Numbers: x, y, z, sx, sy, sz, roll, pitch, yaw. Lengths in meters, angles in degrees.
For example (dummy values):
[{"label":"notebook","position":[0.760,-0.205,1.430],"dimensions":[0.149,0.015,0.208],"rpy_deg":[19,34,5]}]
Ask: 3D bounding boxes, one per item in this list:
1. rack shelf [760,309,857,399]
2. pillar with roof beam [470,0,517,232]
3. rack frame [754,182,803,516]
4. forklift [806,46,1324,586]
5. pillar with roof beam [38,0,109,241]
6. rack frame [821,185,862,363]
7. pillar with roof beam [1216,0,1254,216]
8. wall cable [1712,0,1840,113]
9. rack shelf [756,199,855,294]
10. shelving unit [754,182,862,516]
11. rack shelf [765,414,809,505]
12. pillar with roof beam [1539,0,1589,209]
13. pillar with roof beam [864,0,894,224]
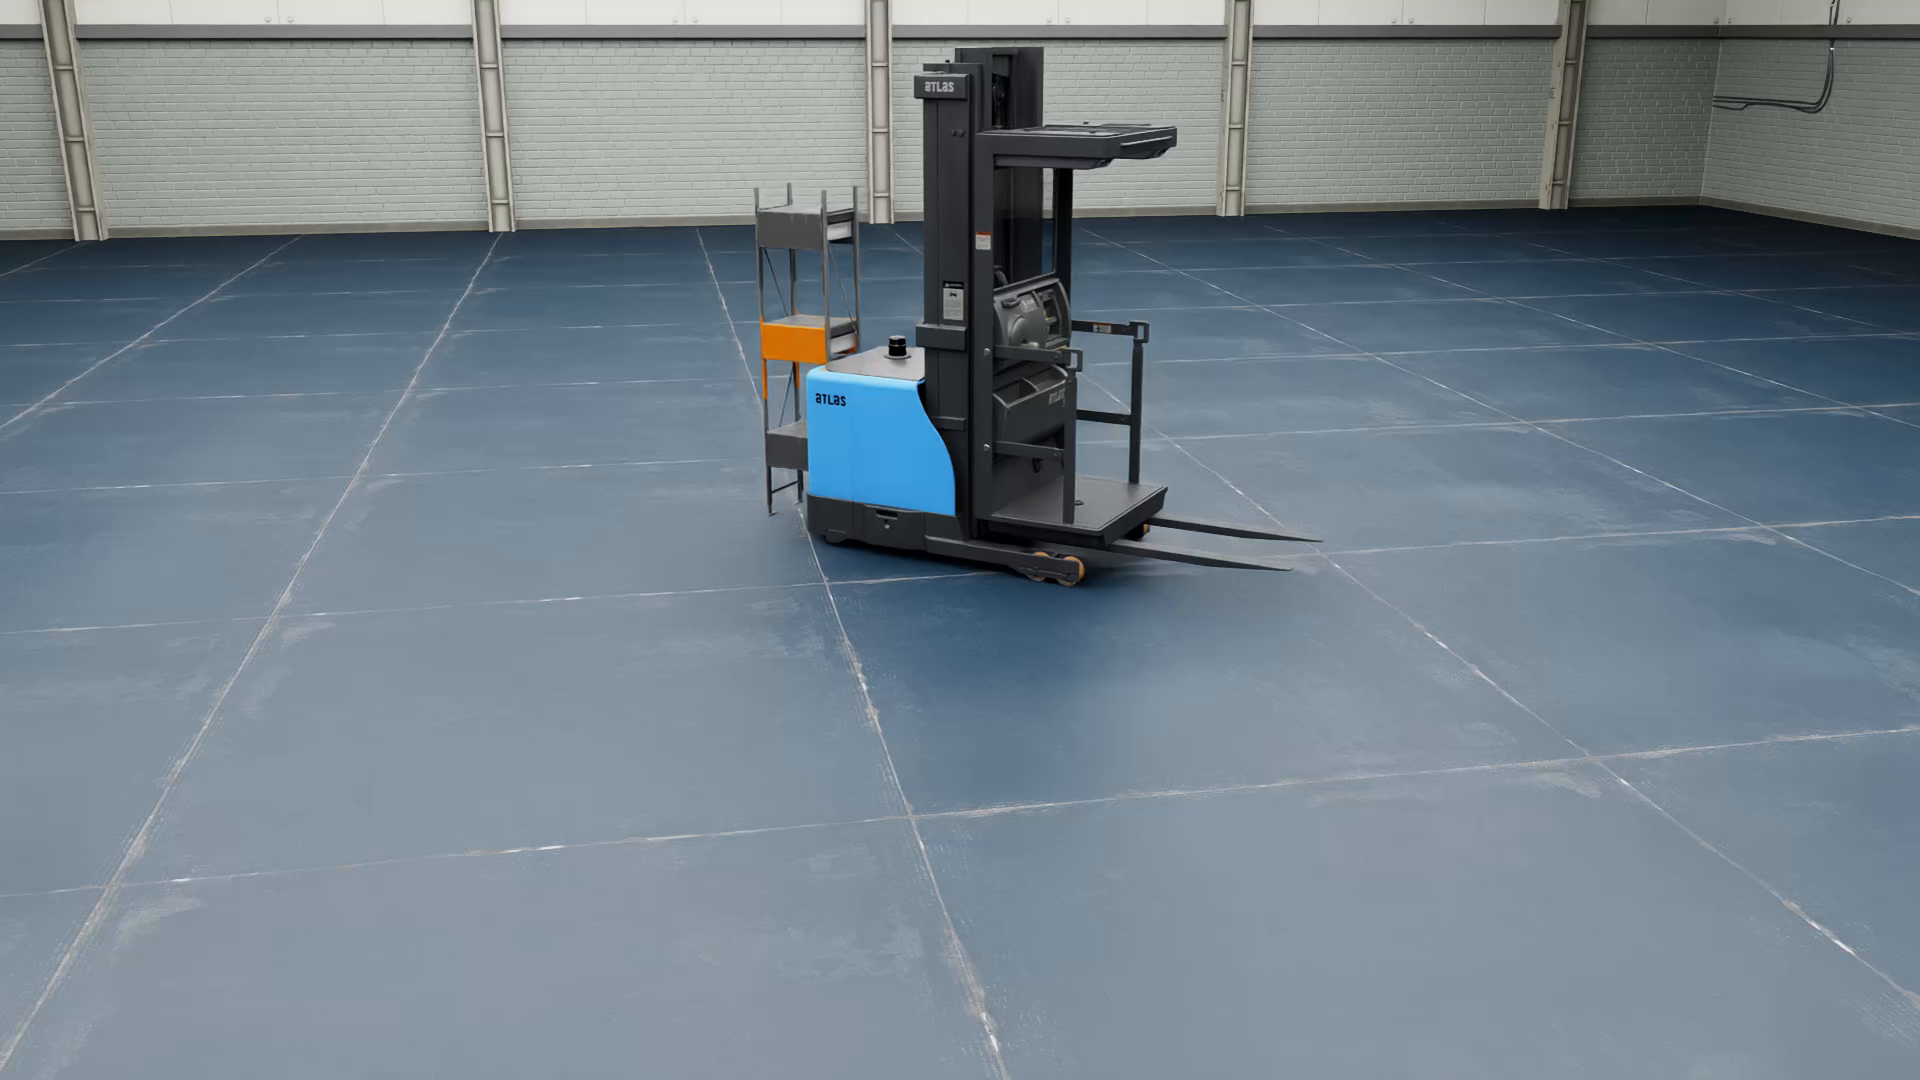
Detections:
[{"label":"rack shelf","position":[-0.945,-1.167,10.576],"dimensions":[0.480,0.518,0.431],"rpy_deg":[8,19,27]},{"label":"pillar with roof beam","position":[-6.371,-7.926,20.789],"dimensions":[0.400,9.000,9.100],"rpy_deg":[-3,17,-10]},{"label":"rack frame","position":[-1.160,-1.212,10.682],"dimensions":[0.015,2.100,0.400],"rpy_deg":[8,19,27]},{"label":"forklift","position":[0.606,-1.317,9.608],"dimensions":[3.031,2.935,1.130],"rpy_deg":[9,19,26]},{"label":"pillar with roof beam","position":[-12.262,-7.591,19.701],"dimensions":[0.400,9.000,9.100],"rpy_deg":[-3,17,-10]},{"label":"rack frame","position":[-0.729,-1.149,10.463],"dimensions":[0.015,2.100,0.400],"rpy_deg":[8,19,27]},{"label":"pillar with roof beam","position":[5.411,-8.594,22.965],"dimensions":[0.400,9.000,9.100],"rpy_deg":[-3,17,-10]},{"label":"wall cable","position":[13.629,-8.468,27.843],"dimensions":[0.112,2.526,3.097],"rpy_deg":[-3,17,-10]},{"label":"rack shelf","position":[-0.949,-1.837,10.373],"dimensions":[0.480,0.518,0.431],"rpy_deg":[8,19,27]},{"label":"shelving unit","position":[-0.945,-1.180,10.572],"dimensions":[0.503,2.100,0.431],"rpy_deg":[8,19,27]},{"label":"rack shelf","position":[-0.940,-0.498,10.780],"dimensions":[0.480,0.518,0.431],"rpy_deg":[8,19,27]},{"label":"pillar with roof beam","position":[11.302,-8.928,24.053],"dimensions":[0.400,9.000,9.100],"rpy_deg":[-3,17,-10]},{"label":"pillar with roof beam","position":[-0.480,-8.260,21.877],"dimensions":[0.400,9.000,9.100],"rpy_deg":[-3,17,-10]}]
